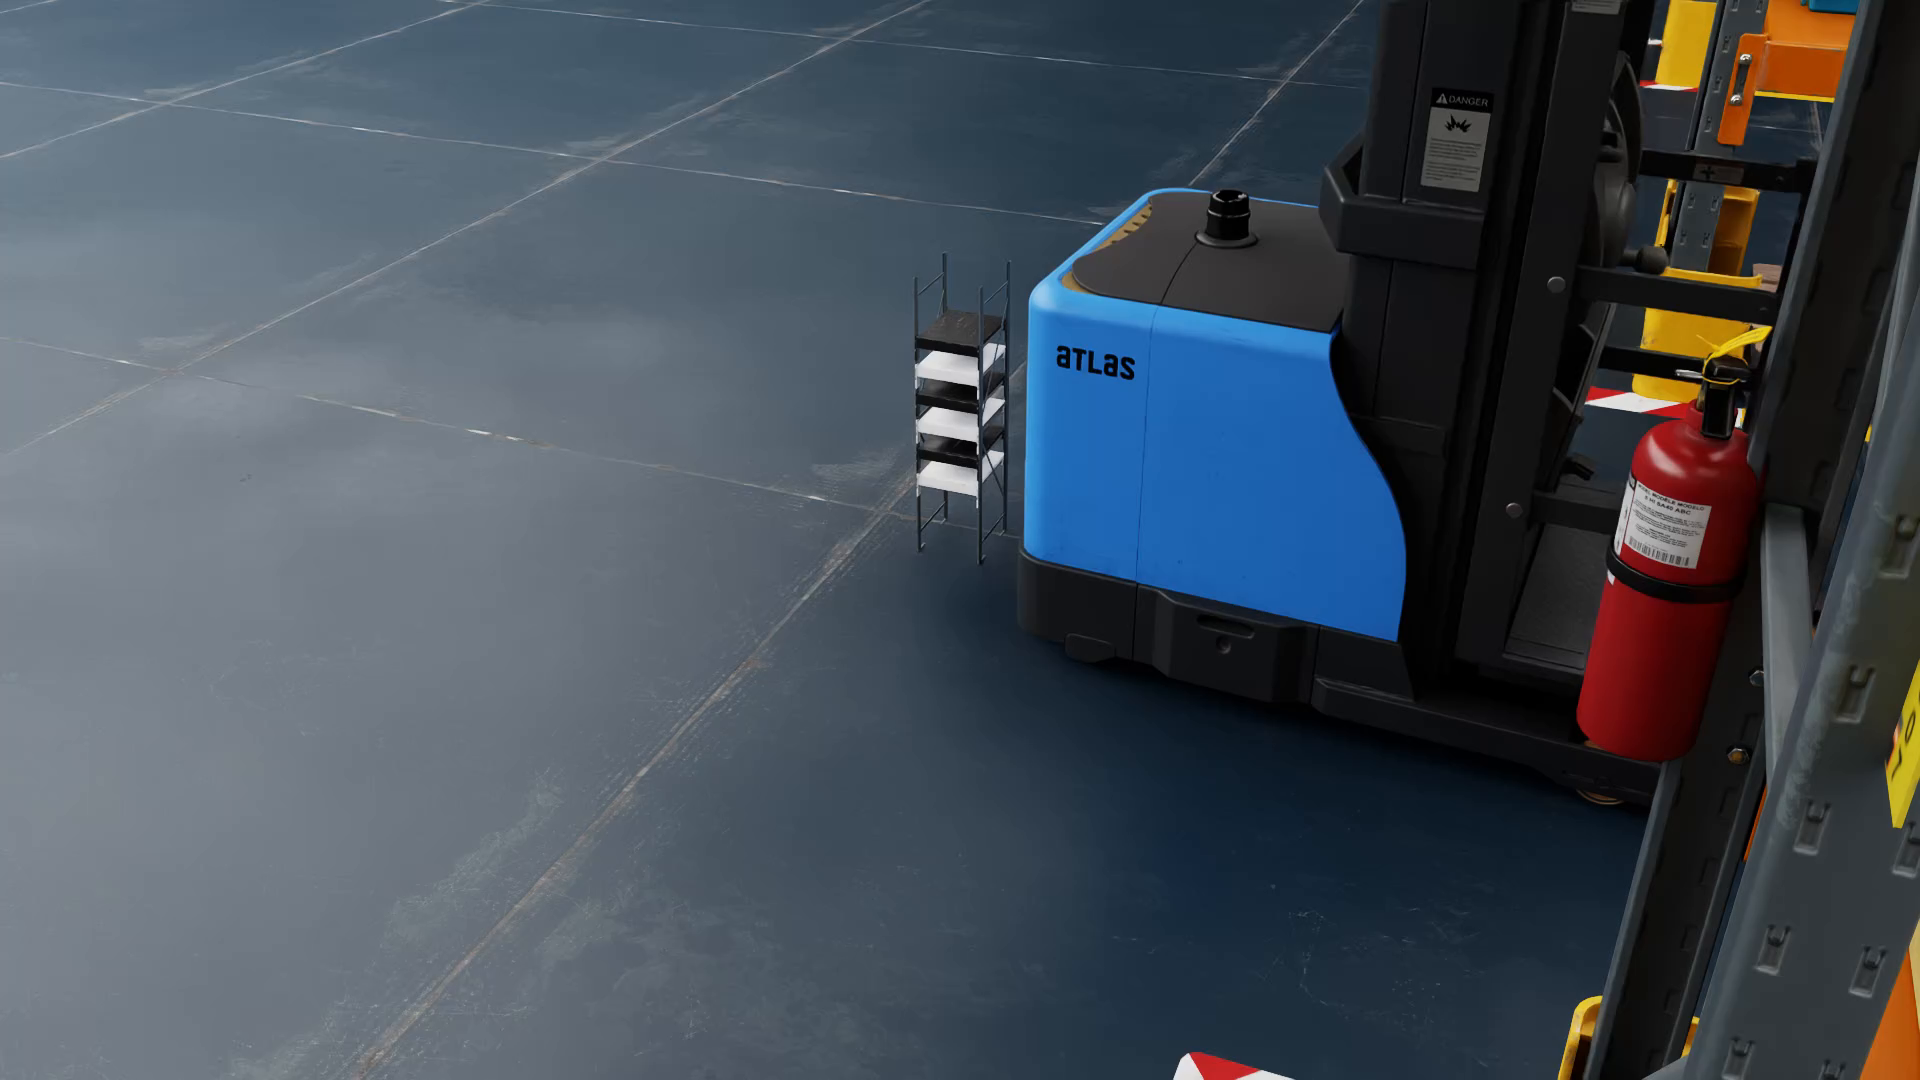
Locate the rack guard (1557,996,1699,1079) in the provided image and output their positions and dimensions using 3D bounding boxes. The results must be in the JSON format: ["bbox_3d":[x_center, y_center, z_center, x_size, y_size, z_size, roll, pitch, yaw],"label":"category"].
[{"bbox_3d":[1.004,1.288,2.463,0.348,0.500,1.175,11,31,19],"label":"rack guard"}]

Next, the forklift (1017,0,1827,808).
[{"bbox_3d":[1.720,-0.882,3.832,3.031,2.935,1.130,13,32,22],"label":"forklift"}]

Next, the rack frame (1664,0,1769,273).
[{"bbox_3d":[2.796,-2.073,5.869,0.127,3.000,1.000,11,31,19],"label":"rack frame"}]

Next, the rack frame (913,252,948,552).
[{"bbox_3d":[-0.087,-0.409,5.059,0.006,0.900,0.240,11,31,19],"label":"rack frame"}]

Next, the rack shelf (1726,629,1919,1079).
[{"bbox_3d":[2.787,0.869,1.395,4.000,0.370,1.077,11,31,19],"label":"rack shelf"}]

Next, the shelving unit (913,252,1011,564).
[{"bbox_3d":[0.008,-0.390,5.026,0.210,0.900,0.258,11,31,19],"label":"shelving unit"}]

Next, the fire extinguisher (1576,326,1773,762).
[{"bbox_3d":[1.001,-0.012,2.301,0.183,0.674,0.296,11,31,19],"label":"fire extinguisher"}]

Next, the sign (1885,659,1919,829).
[{"bbox_3d":[0.730,0.056,1.222,0.005,0.325,0.100,11,31,19],"label":"sign"}]

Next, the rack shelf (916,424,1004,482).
[{"bbox_3d":[0.008,-0.283,5.087,0.200,0.077,0.258,11,31,19],"label":"rack shelf"}]

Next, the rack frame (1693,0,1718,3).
[{"bbox_3d":[4.662,-4.330,9.863,0.127,3.000,1.000,11,31,19],"label":"rack frame"}]

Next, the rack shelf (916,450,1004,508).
[{"bbox_3d":[0.008,-0.205,5.131,0.200,0.077,0.258,11,31,19],"label":"rack shelf"}]

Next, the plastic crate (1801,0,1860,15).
[{"bbox_3d":[3.372,-2.052,5.983,0.616,0.251,0.499,11,31,19],"label":"plastic crate"}]

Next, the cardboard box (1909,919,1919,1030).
[{"bbox_3d":[1.108,0.457,1.649,0.250,0.149,0.380,11,31,19],"label":"cardboard box"}]

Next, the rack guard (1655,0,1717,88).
[{"bbox_3d":[4.640,-3.247,10.486,0.348,0.500,1.175,11,31,19],"label":"rack guard"}]

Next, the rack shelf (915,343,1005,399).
[{"bbox_3d":[0.008,-0.518,4.954,0.200,0.077,0.258,11,31,19],"label":"rack shelf"}]

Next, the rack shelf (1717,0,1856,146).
[{"bbox_3d":[4.649,-1.389,5.391,4.000,0.370,1.077,11,31,19],"label":"rack shelf"}]

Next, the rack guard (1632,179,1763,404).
[{"bbox_3d":[2.884,-0.992,6.497,0.348,0.500,1.175,11,31,19],"label":"rack guard"}]

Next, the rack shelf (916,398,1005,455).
[{"bbox_3d":[0.008,-0.361,5.042,0.200,0.077,0.258,11,31,19],"label":"rack shelf"}]

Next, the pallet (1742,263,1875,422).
[{"bbox_3d":[3.635,-0.713,6.298,1.213,0.211,1.003,11,31,19],"label":"pallet"}]

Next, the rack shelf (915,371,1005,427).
[{"bbox_3d":[0.008,-0.440,4.998,0.200,0.077,0.258,11,31,19],"label":"rack shelf"}]

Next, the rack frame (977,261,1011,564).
[{"bbox_3d":[0.102,-0.371,4.993,0.006,0.900,0.240,11,31,19],"label":"rack frame"}]

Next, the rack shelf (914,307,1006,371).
[{"bbox_3d":[0.008,-0.596,4.909,0.200,0.077,0.258,11,31,19],"label":"rack shelf"}]
